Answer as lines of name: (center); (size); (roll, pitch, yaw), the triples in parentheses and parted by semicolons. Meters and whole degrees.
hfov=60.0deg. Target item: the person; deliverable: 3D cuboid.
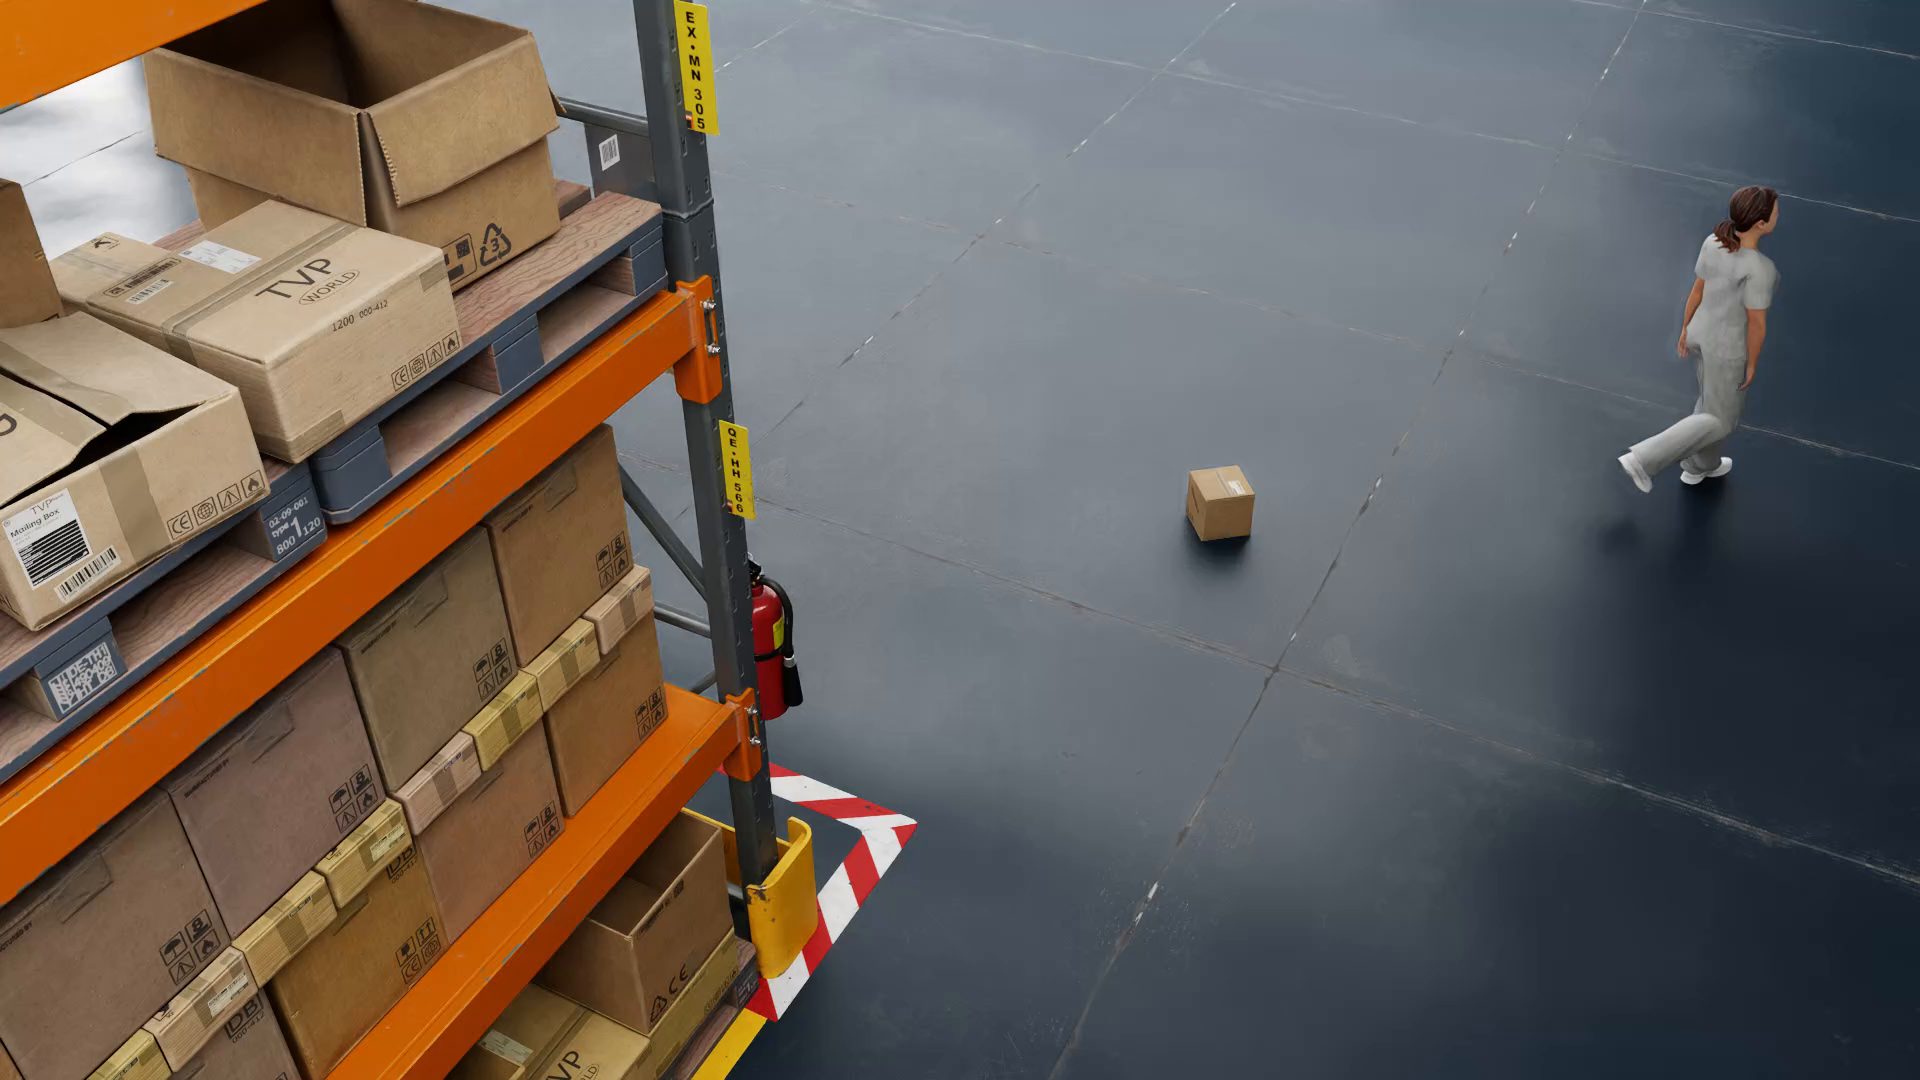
person: (3.582, -0.913, 7.897); (0.794, 1.645, 0.449); (-10, 39, -12)
